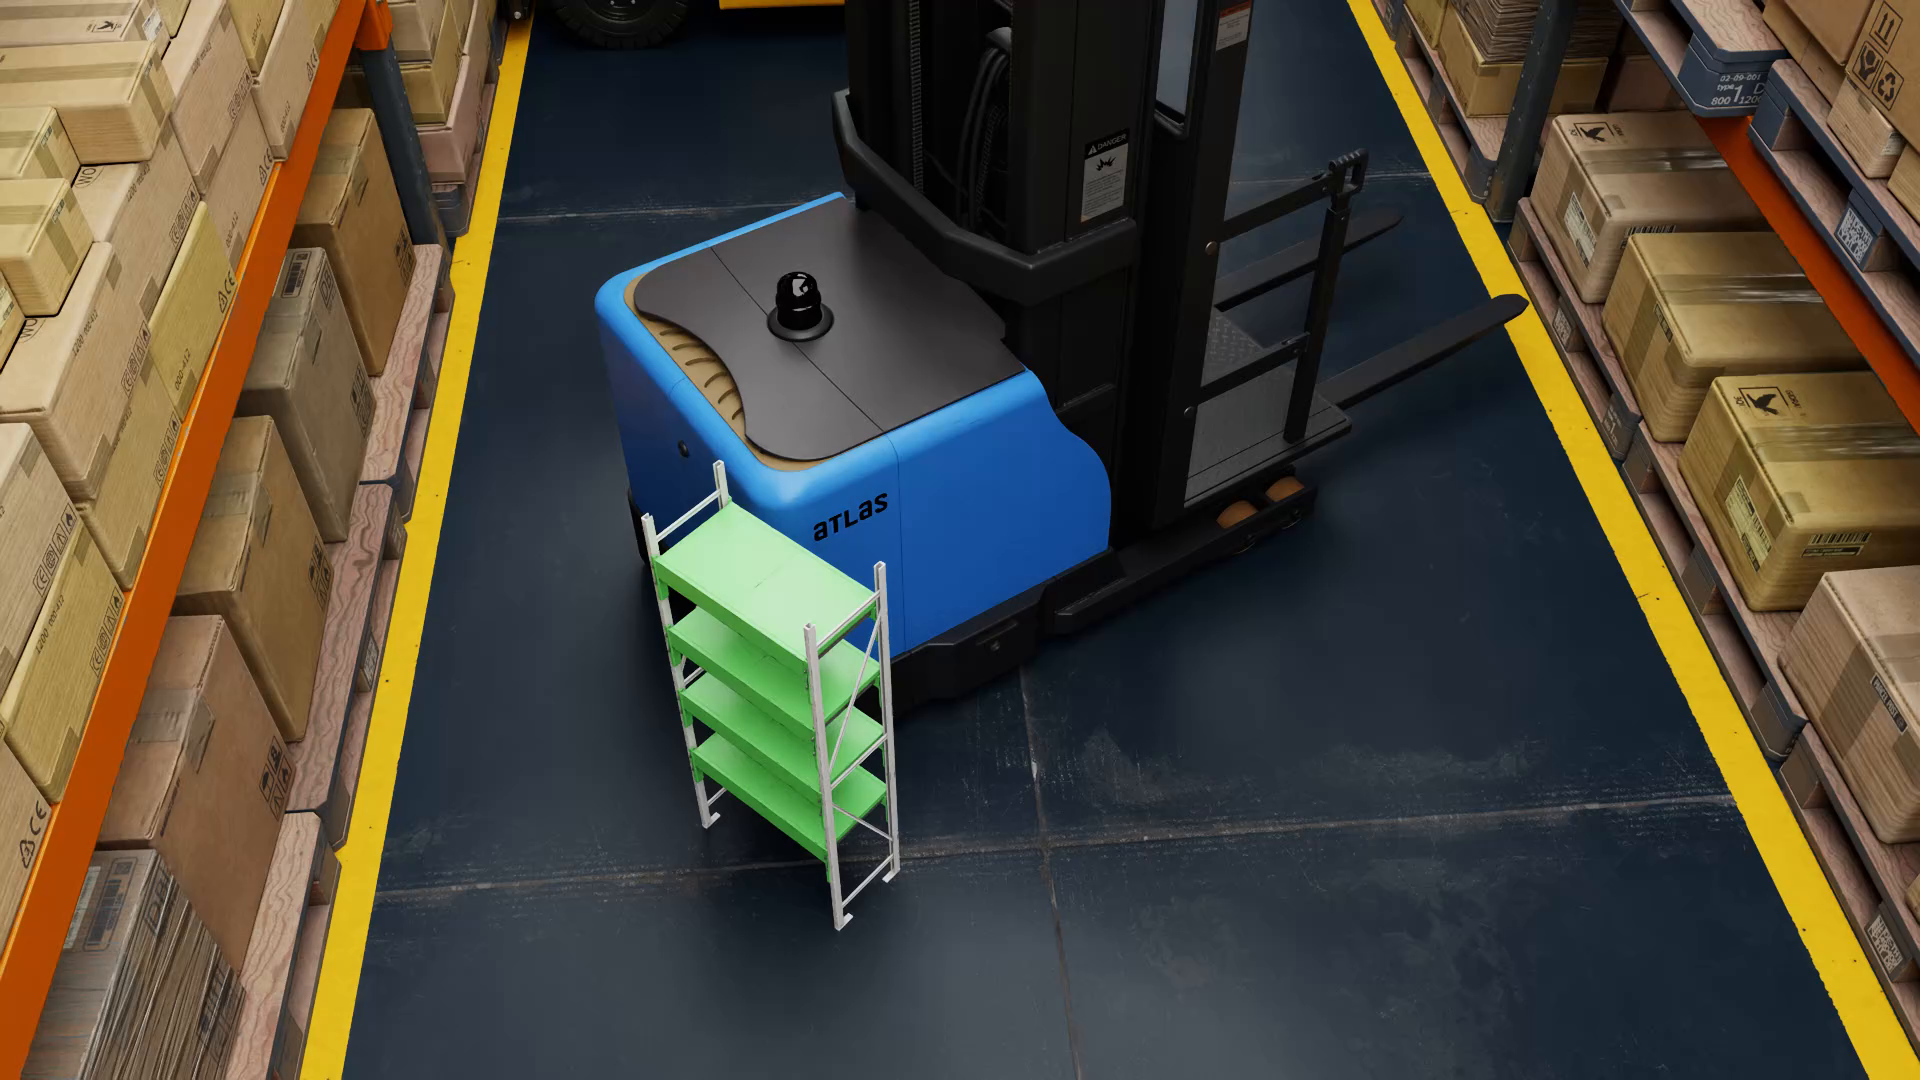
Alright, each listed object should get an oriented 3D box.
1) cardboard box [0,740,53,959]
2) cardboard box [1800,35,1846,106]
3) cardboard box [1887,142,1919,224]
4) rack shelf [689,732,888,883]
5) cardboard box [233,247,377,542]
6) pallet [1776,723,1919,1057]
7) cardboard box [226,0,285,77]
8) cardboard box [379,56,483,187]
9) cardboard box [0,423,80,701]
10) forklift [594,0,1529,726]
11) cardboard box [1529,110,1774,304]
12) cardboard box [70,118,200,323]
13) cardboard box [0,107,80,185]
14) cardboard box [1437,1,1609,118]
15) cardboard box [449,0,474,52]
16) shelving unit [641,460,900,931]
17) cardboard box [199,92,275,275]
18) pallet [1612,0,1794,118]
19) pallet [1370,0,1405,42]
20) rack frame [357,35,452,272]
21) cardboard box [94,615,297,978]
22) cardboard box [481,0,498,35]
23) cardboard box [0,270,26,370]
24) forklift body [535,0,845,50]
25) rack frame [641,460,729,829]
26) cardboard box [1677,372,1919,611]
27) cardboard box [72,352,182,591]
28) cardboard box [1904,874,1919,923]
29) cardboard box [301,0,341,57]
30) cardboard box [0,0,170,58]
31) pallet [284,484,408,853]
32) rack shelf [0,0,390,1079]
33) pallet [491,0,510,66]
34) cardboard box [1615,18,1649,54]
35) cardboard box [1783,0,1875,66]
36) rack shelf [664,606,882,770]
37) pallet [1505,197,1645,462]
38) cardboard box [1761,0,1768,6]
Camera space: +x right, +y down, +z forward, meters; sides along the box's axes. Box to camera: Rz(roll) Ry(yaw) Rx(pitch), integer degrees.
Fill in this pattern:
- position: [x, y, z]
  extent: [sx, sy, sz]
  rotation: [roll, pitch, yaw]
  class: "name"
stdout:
- position: [-1.860, 0.596, 2.723]
  extent: [0.500, 0.250, 0.500]
  rotation: [-3, 47, -3]
  class: "cardboard box"
- position: [2.386, -1.207, 4.211]
  extent: [0.380, 0.149, 0.250]
  rotation: [-3, 47, -3]
  class: "cardboard box"
- position: [2.409, -0.821, 3.845]
  extent: [0.380, 0.149, 0.250]
  rotation: [-5, 47, -5]
  class: "cardboard box"
- position: [-0.429, 0.623, 4.252]
  extent: [0.480, 0.148, 0.258]
  rotation: [31, 54, 26]
  class: "rack shelf"
- position: [-2.289, -0.402, 4.912]
  extent: [0.875, 0.625, 0.625]
  rotation: [-4, 47, -4]
  class: "cardboard box"
- position: [2.815, 0.970, 4.186]
  extent: [1.003, 0.211, 1.213]
  rotation: [-3, 47, -3]
  class: "pallet"
- position: [-2.056, -1.422, 4.290]
  extent: [0.500, 0.250, 0.500]
  rotation: [-5, 47, -4]
  class: "cardboard box"
- position: [-2.112, -1.582, 6.287]
  extent: [0.500, 0.250, 0.500]
  rotation: [-3, 47, -3]
  class: "cardboard box"
- position: [-1.901, 0.062, 2.884]
  extent: [0.500, 0.250, 0.500]
  rotation: [-2, 47, -2]
  class: "cardboard box"
- position: [0.518, -1.260, 4.425]
  extent: [3.031, 2.935, 1.130]
  rotation: [-26, 52, -23]
  class: "forklift"
- position: [2.591, -1.179, 5.822]
  extent: [0.950, 0.372, 0.625]
  rotation: [-3, 47, -3]
  class: "cardboard box"
- position: [-1.995, -0.686, 3.592]
  extent: [0.500, 0.250, 0.500]
  rotation: [-3, 47, -3]
  class: "cardboard box"
- position: [-2.037, -0.741, 3.370]
  extent: [0.380, 0.149, 0.250]
  rotation: [-3, 47, -3]
  class: "cardboard box"
- position: [2.227, -1.928, 6.615]
  extent: [0.500, 0.250, 0.500]
  rotation: [-2, 47, -1]
  class: "cardboard box"
- position: [-2.179, -2.117, 6.449]
  extent: [0.500, 0.250, 0.500]
  rotation: [-4, 47, -4]
  class: "cardboard box"
- position: [-0.429, 0.414, 4.031]
  extent: [0.503, 1.200, 0.258]
  rotation: [31, 54, 26]
  class: "shelving unit"
- position: [-2.040, -0.889, 4.129]
  extent: [0.500, 0.250, 0.500]
  rotation: [-3, 47, -3]
  class: "cardboard box"
- position: [2.463, -1.690, 4.917]
  extent: [1.003, 0.211, 1.213]
  rotation: [-3, 47, -3]
  class: "pallet"
- position: [2.348, -2.727, 7.688]
  extent: [1.003, 0.211, 1.213]
  rotation: [-3, 47, -3]
  class: "pallet"
- position: [-2.402, -2.013, 5.091]
  extent: [1.000, 3.000, 0.127]
  rotation: [-3, 47, -3]
  class: "rack frame"
- position: [-2.168, 0.628, 3.935]
  extent: [0.875, 0.625, 0.625]
  rotation: [-2, 47, -2]
  class: "cardboard box"
- position: [-2.229, -2.320, 6.985]
  extent: [0.500, 0.250, 0.500]
  rotation: [-3, 47, -3]
  class: "cardboard box"
- position: [-1.956, -0.371, 3.020]
  extent: [0.380, 0.149, 0.250]
  rotation: [-3, 47, -3]
  class: "cardboard box"
- position: [-0.760, -3.354, 6.946]
  extent: [2.313, 2.155, 1.214]
  rotation: [-3, 47, -3]
  class: "forklift body"
- position: [-0.617, 0.301, 4.139]
  extent: [0.015, 1.200, 0.240]
  rotation: [31, 54, 26]
  class: "rack frame"
- position: [2.714, -0.156, 4.853]
  extent: [0.950, 0.372, 0.625]
  rotation: [-2, 47, -2]
  class: "cardboard box"
- position: [-1.948, -0.140, 3.420]
  extent: [0.500, 0.250, 0.500]
  rotation: [-5, 47, -5]
  class: "cardboard box"
- position: [2.842, 0.926, 3.828]
  extent: [0.950, 0.372, 0.625]
  rotation: [-6, 47, -6]
  class: "cardboard box"
- position: [-2.099, -1.613, 4.815]
  extent: [0.500, 0.250, 0.500]
  rotation: [-3, 47, -2]
  class: "cardboard box"
- position: [-2.015, -1.114, 3.724]
  extent: [0.380, 0.149, 0.250]
  rotation: [-3, 47, -3]
  class: "cardboard box"
- position: [-2.196, 0.361, 4.763]
  extent: [1.003, 0.211, 1.213]
  rotation: [-3, 47, -3]
  class: "pallet"
- position: [-2.234, -0.319, 3.982]
  extent: [1.077, 0.370, 4.000]
  rotation: [-3, 47, -3]
  class: "rack shelf"
- position: [-2.532, -2.517, 7.489]
  extent: [1.003, 0.211, 1.213]
  rotation: [-3, 47, -3]
  class: "pallet"
- position: [2.764, -2.218, 6.373]
  extent: [0.500, 0.500, 0.500]
  rotation: [-1, 47, -1]
  class: "cardboard box"
- position: [2.368, -1.521, 4.062]
  extent: [0.500, 0.500, 0.500]
  rotation: [-4, 47, -4]
  class: "cardboard box"
- position: [-0.429, 0.293, 3.903]
  extent: [0.480, 0.148, 0.258]
  rotation: [31, 54, 26]
  class: "rack shelf"
- position: [2.611, -0.796, 5.858]
  extent: [1.003, 0.211, 1.213]
  rotation: [-3, 47, -3]
  class: "pallet"
- position: [2.388, -1.575, 4.560]
  extent: [0.380, 0.149, 0.250]
  rotation: [-1, 47, -1]
  class: "cardboard box"
